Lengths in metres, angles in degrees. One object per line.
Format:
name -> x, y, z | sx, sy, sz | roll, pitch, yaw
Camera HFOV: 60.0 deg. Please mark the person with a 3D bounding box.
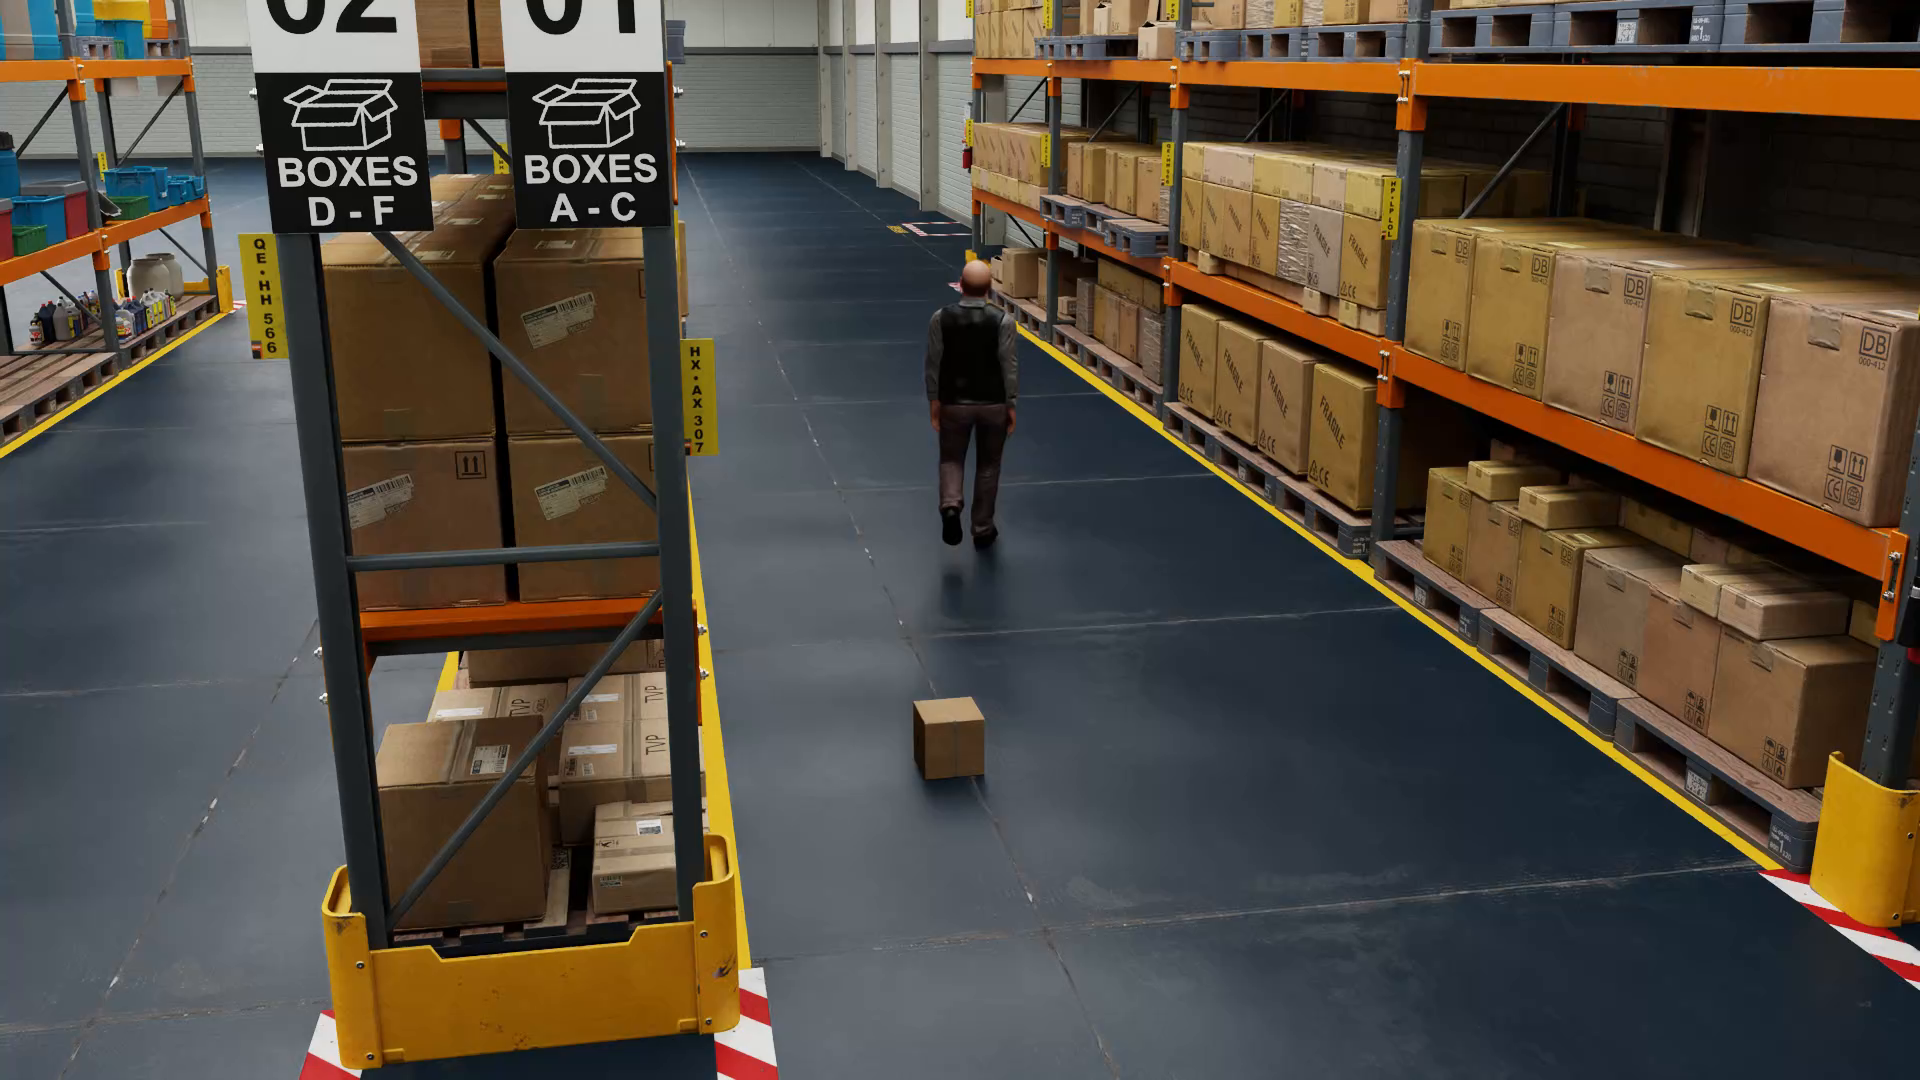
person -> 0.067, -0.775, 9.687 | 0.542, 1.703, 0.679 | 2, 16, 6
